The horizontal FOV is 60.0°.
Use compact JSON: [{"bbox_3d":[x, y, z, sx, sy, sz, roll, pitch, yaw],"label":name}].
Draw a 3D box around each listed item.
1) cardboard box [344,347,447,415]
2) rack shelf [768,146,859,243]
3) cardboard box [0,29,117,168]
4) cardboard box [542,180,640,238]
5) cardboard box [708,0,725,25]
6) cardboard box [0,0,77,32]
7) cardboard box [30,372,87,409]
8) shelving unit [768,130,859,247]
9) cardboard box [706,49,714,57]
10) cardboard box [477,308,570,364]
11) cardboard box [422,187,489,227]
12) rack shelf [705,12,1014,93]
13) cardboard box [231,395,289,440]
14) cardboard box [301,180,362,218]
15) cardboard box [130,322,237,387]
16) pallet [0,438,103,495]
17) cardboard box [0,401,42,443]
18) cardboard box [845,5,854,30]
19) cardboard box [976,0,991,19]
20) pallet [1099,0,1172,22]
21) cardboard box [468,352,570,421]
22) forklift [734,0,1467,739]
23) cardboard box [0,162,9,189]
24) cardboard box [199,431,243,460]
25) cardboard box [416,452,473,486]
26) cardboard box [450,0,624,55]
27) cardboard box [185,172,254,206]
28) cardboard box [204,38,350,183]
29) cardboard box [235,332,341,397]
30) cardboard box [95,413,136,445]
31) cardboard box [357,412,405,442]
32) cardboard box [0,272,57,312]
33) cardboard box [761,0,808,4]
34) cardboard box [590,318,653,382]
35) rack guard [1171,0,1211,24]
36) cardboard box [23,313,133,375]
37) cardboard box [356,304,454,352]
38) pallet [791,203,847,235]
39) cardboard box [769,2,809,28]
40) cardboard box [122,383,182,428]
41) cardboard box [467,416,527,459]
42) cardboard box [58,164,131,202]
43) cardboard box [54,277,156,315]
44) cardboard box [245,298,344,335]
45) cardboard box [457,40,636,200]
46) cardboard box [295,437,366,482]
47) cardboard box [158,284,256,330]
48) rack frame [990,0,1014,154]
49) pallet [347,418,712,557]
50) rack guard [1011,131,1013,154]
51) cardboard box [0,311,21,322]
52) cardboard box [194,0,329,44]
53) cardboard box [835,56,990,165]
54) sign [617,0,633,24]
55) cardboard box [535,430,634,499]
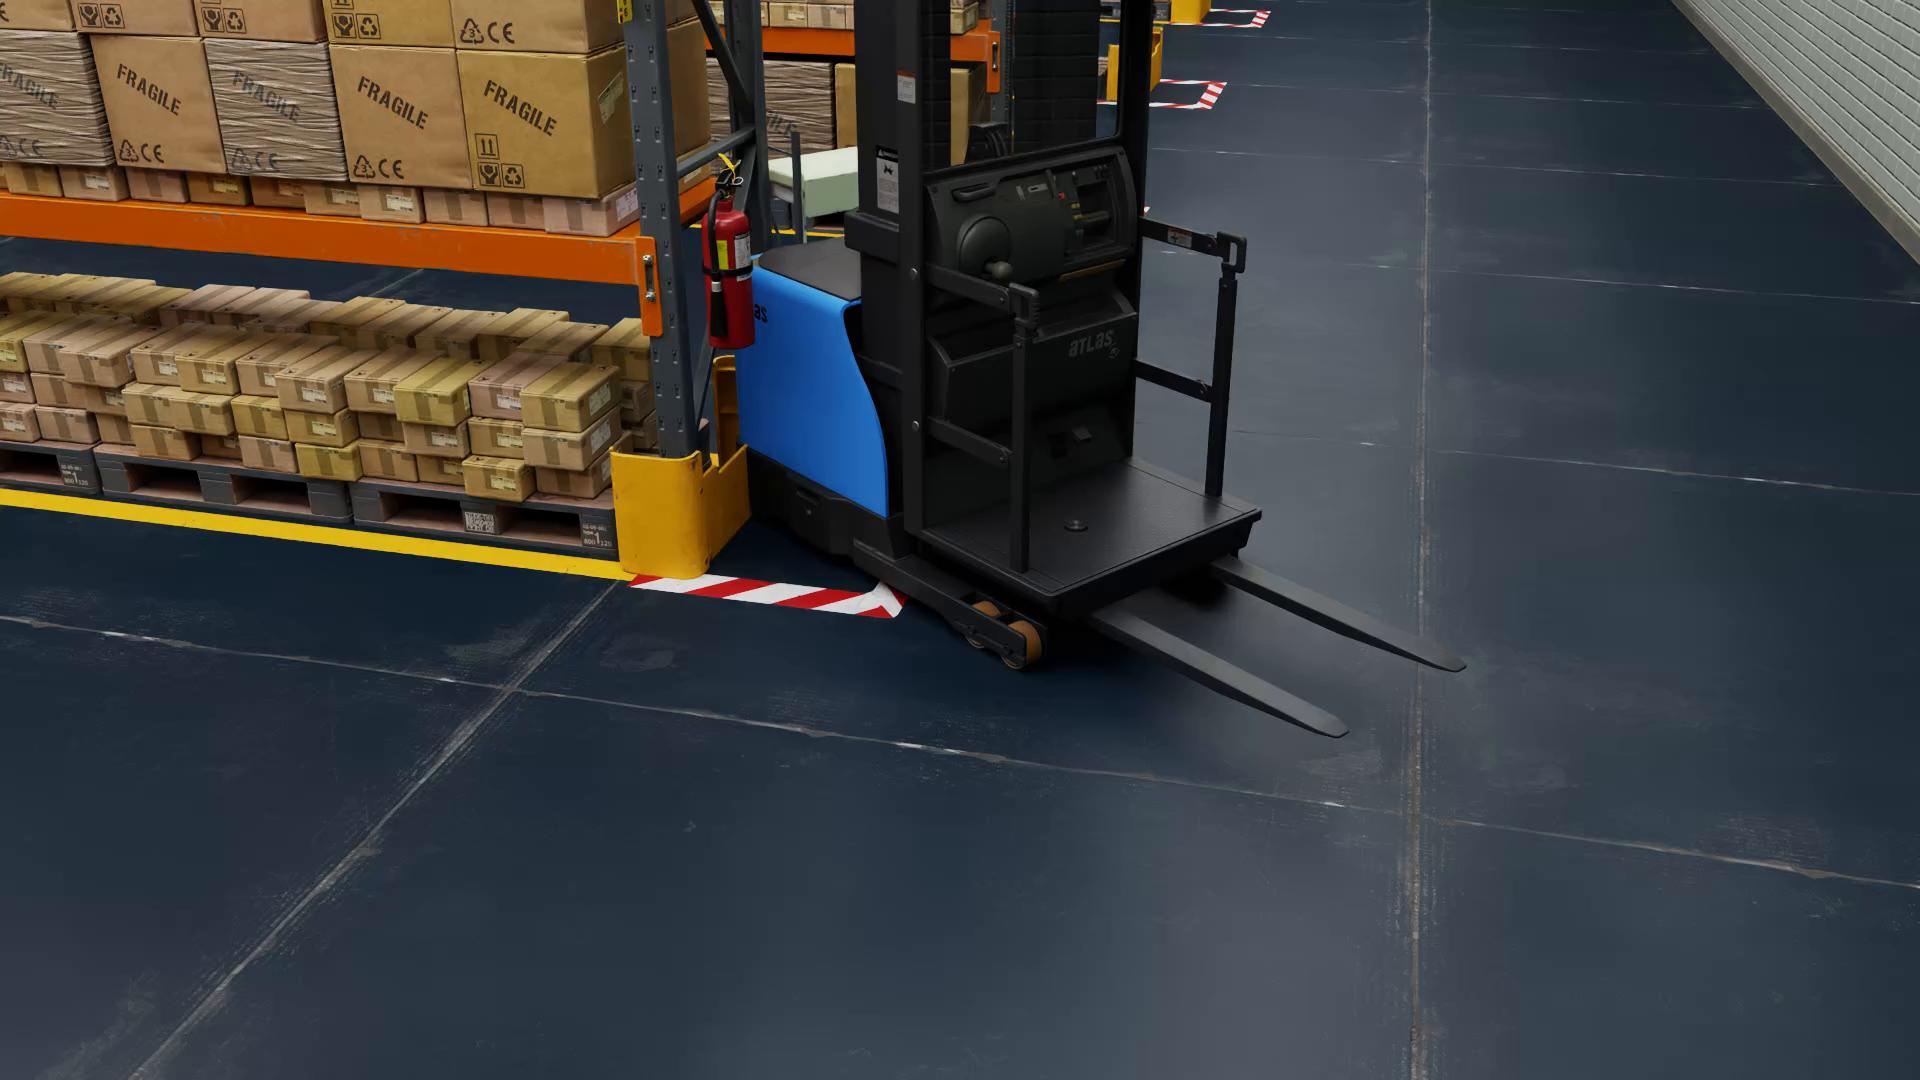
[{"bbox_3d":[-2.284,-0.650,6.761,0.250,0.149,0.380,5,26,11],"label":"cardboard box"},{"bbox_3d":[-0.491,-1.491,7.230,0.720,0.370,0.431,-18,31,-34],"label":"rack shelf"},{"bbox_3d":[-3.459,-1.779,6.534,0.500,0.500,0.500,6,26,12],"label":"cardboard box"},{"bbox_3d":[-1.348,-1.252,6.182,0.250,0.149,0.380,6,26,13],"label":"cardboard box"},{"bbox_3d":[-1.536,-3.453,10.806,0.250,0.149,0.380,7,26,14],"label":"cardboard box"},{"bbox_3d":[-3.473,-2.241,6.342,0.500,0.500,0.500,7,26,14],"label":"cardboard box"},{"bbox_3d":[-3.791,-0.710,7.233,0.250,0.149,0.380,5,26,10],"label":"cardboard box"},{"bbox_3d":[-0.491,-1.139,7.398,0.755,1.500,0.431,-18,31,-34],"label":"shelving unit"},{"bbox_3d":[-2.012,-2.960,11.461,0.875,0.875,0.875,6,26,13],"label":"cardboard box"},{"bbox_3d":[-1.894,-0.876,7.237,0.250,0.149,0.380,6,26,13],"label":"cardboard box"},{"bbox_3d":[-1.826,-1.314,6.314,0.250,0.149,0.380,6,26,12],"label":"cardboard box"},{"bbox_3d":[-1.566,-3.391,11.220,4.000,0.370,1.077,6,26,13],"label":"rack shelf"},{"bbox_3d":[-2.796,-0.562,6.924,0.250,0.149,0.380,8,27,16],"label":"cardboard box"},{"bbox_3d":[-2.327,-1.373,6.436,0.250,0.149,0.380,5,26,11],"label":"cardboard box"},{"bbox_3d":[-3.276,-0.789,7.053,0.250,0.149,0.380,5,26,11],"label":"cardboard box"},{"bbox_3d":[-4.177,-0.560,7.680,1.213,0.211,1.003,6,26,13],"label":"pallet"},{"bbox_3d":[-4.052,-0.572,7.290,0.250,0.149,0.380,6,26,13],"label":"cardboard box"},{"bbox_3d":[-0.552,-3.344,10.577,0.250,0.149,0.380,6,26,13],"label":"cardboard box"},{"bbox_3d":[0.110,-3.564,11.038,0.250,0.149,0.380,7,26,14],"label":"cardboard box"},{"bbox_3d":[1.996,-6.460,20.073,1.213,0.211,1.003,6,26,13],"label":"pallet"},{"bbox_3d":[-1.767,-0.621,6.700,0.250,0.149,0.380,7,26,14],"label":"cardboard box"},{"bbox_3d":[0.406,-1.089,5.703,1.129,2.867,3.031,-20,32,-36],"label":"forklift"},{"bbox_3d":[-3.841,-1.561,6.832,0.250,0.149,0.380,5,26,11],"label":"cardboard box"},{"bbox_3d":[-3.023,-0.487,7.112,0.250,0.149,0.380,7,26,14],"label":"cardboard box"},{"bbox_3d":[-2.032,-0.369,6.864,0.250,0.149,0.380,6,26,13],"label":"cardboard box"},{"bbox_3d":[-1.467,-2.024,5.887,0.500,0.500,0.500,6,26,12],"label":"cardboard box"},{"bbox_3d":[-2.835,-1.448,6.594,0.250,0.149,0.380,7,26,14],"label":"cardboard box"},{"bbox_3d":[-2.452,-1.676,6.318,0.500,0.500,0.500,6,26,13],"label":"cardboard box"},{"bbox_3d":[-2.786,-0.730,6.929,0.250,0.149,0.380,5,26,11],"label":"cardboard box"},{"bbox_3d":[-3.524,-0.552,7.247,0.250,0.149,0.380,5,26,11],"label":"cardboard box"},{"bbox_3d":[-2.282,-0.549,6.895,0.250,0.149,0.380,6,26,12],"label":"cardboard box"},{"bbox_3d":[-4.426,-1.117,7.743,0.250,0.149,0.380,7,26,14],"label":"cardboard box"},{"bbox_3d":[-1.148,-3.619,10.690,0.500,0.250,0.500,5,26,11],"label":"cardboard box"},{"bbox_3d":[-1.385,-0.816,7.111,0.250,0.149,0.380,5,26,11],"label":"cardboard box"},{"bbox_3d":[2.769,-6.505,19.832,0.348,0.500,1.175,6,26,13],"label":"rack guard"},{"bbox_3d":[-3.786,-0.845,7.171,0.250,0.149,0.380,6,26,12],"label":"cardboard box"},{"bbox_3d":[-2.421,-0.902,7.291,0.250,0.149,0.380,7,26,15],"label":"cardboard box"},{"bbox_3d":[-0.423,-2.296,11.327,1.213,0.211,1.003,6,26,13],"label":"pallet"},{"bbox_3d":[-1.045,-3.398,10.691,0.250,0.149,0.380,6,26,12],"label":"cardboard box"},{"bbox_3d":[-3.302,-0.617,7.039,0.250,0.149,0.380,6,26,13],"label":"cardboard box"},{"bbox_3d":[-1.784,-0.473,6.735,0.250,0.149,0.380,6,26,12],"label":"cardboard box"},{"bbox_3d":[-3.355,-1.475,6.652,0.250,0.149,0.380,7,26,15],"label":"cardboard box"},{"bbox_3d":[-3.926,-1.083,7.671,0.250,0.149,0.380,6,26,13],"label":"cardboard box"},{"bbox_3d":[-2.931,-0.936,7.363,0.250,0.149,0.380,6,26,13],"label":"cardboard box"},{"bbox_3d":[-1.461,-1.568,6.092,0.500,0.500,0.500,7,26,14],"label":"cardboard box"},{"bbox_3d":[-2.537,-0.391,6.911,0.250,0.149,0.380,5,26,11],"label":"cardboard box"},{"bbox_3d":[-3.409,-1.032,7.564,0.250,0.149,0.380,5,26,10],"label":"cardboard box"},{"bbox_3d":[0.371,-3.502,10.616,0.127,3.000,1.000,6,26,13],"label":"rack frame"},{"bbox_3d":[-1.813,-0.299,7.132,1.213,0.211,1.003,6,26,13],"label":"pallet"},{"bbox_3d":[0.395,-2.371,11.148,0.348,0.500,1.175,6,26,13],"label":"rack guard"},{"bbox_3d":[-4.302,-0.870,7.223,0.250,0.149,0.380,8,27,16],"label":"cardboard box"},{"bbox_3d":[-2.464,-2.130,6.110,0.500,0.500,0.500,8,27,16],"label":"cardboard box"},{"bbox_3d":[-0.268,-2.767,11.056,0.875,0.875,0.875,6,26,13],"label":"cardboard box"},{"bbox_3d":[-1.119,-1.884,5.504,0.005,0.325,0.100,6,26,13],"label":"sign"},{"bbox_3d":[-1.524,-0.320,6.760,0.250,0.149,0.380,7,26,14],"label":"cardboard box"}]
